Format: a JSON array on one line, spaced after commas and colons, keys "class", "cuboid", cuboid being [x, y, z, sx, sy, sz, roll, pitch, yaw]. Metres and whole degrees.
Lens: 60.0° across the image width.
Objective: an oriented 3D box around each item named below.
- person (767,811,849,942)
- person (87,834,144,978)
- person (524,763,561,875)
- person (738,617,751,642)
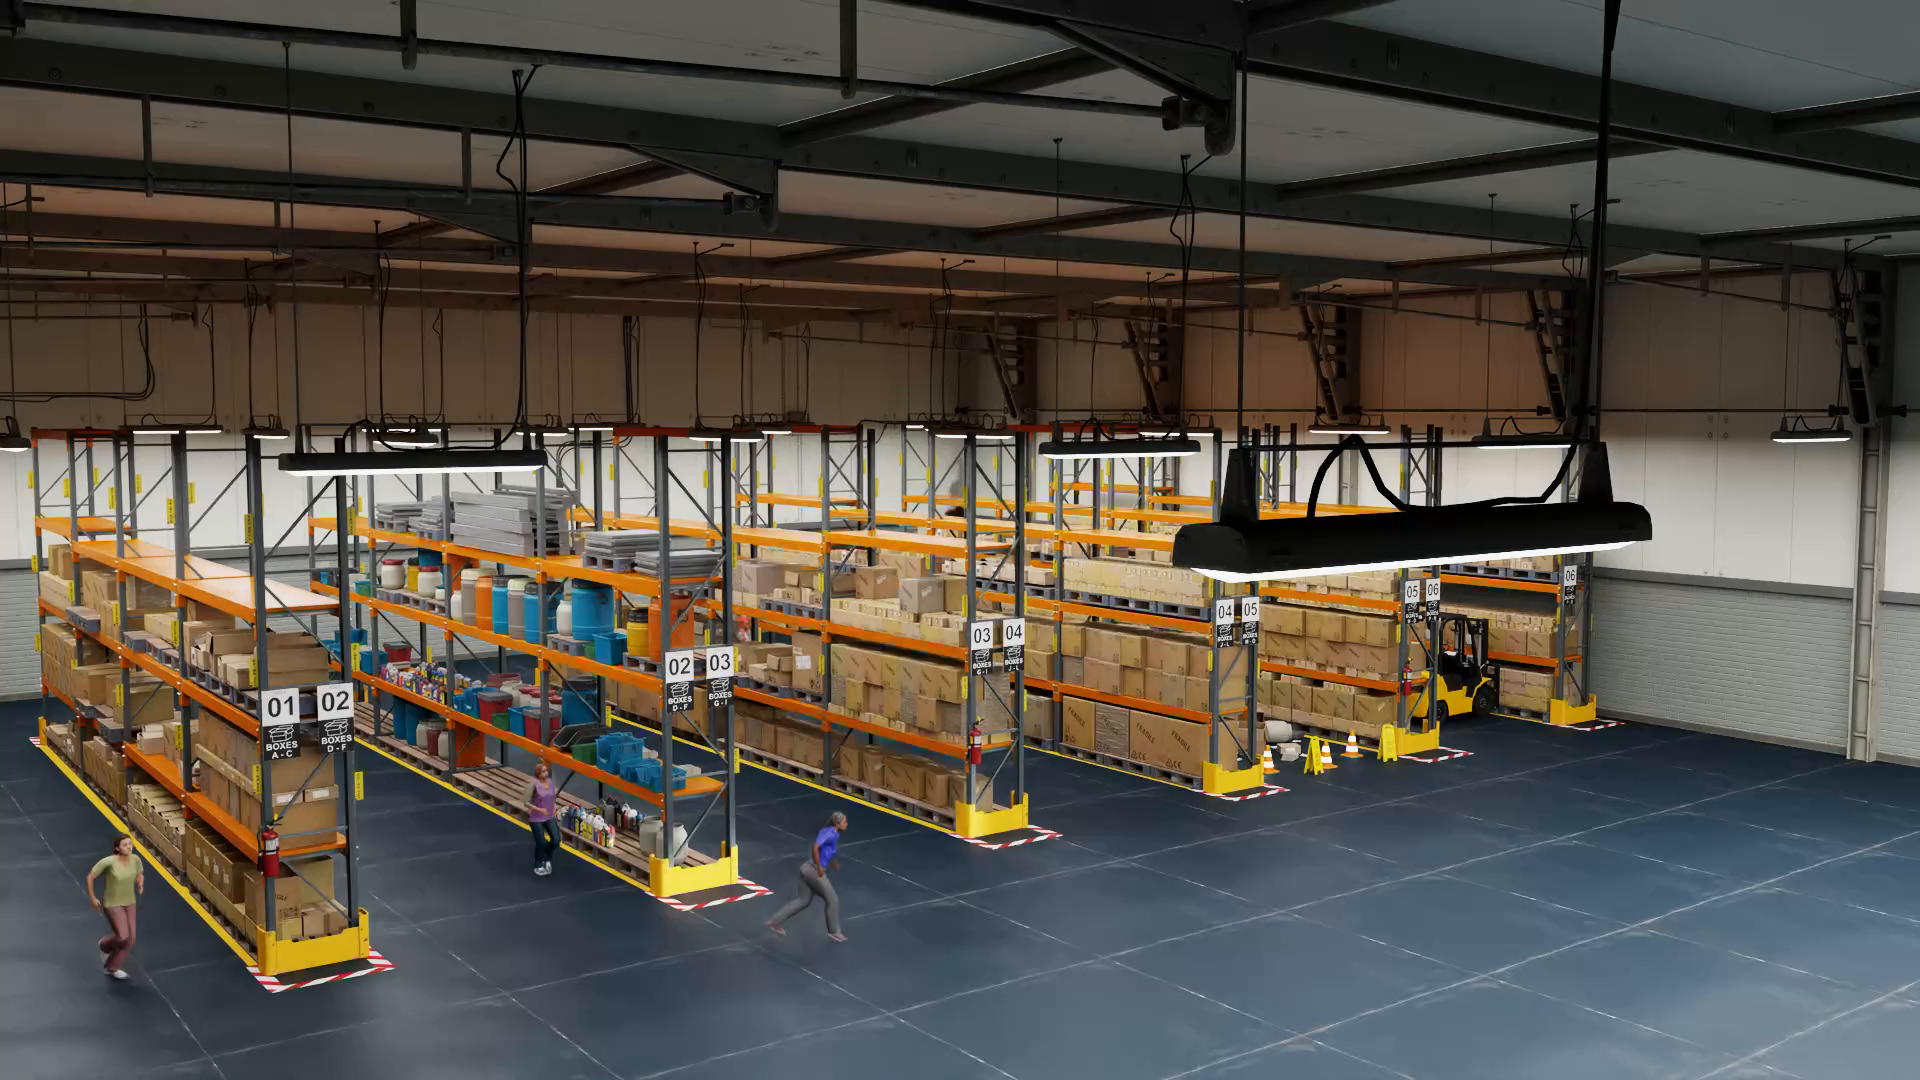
[{"class": "person", "cuboid": [-1.802, 4.030, 19.683, 0.978, 1.601, 0.612, -1, 5, -8]}, {"class": "person", "cuboid": [-9.337, 4.070, 18.510, 0.575, 1.620, 0.574, 3, 5, 32]}, {"class": "person", "cuboid": [-5.622, 3.778, 22.449, 0.533, 1.561, 0.576, -4, 6, -43]}, {"class": "person", "cuboid": [-4.709, 2.573, 36.237, 0.905, 1.825, 0.652, 4, 6, 43]}]
